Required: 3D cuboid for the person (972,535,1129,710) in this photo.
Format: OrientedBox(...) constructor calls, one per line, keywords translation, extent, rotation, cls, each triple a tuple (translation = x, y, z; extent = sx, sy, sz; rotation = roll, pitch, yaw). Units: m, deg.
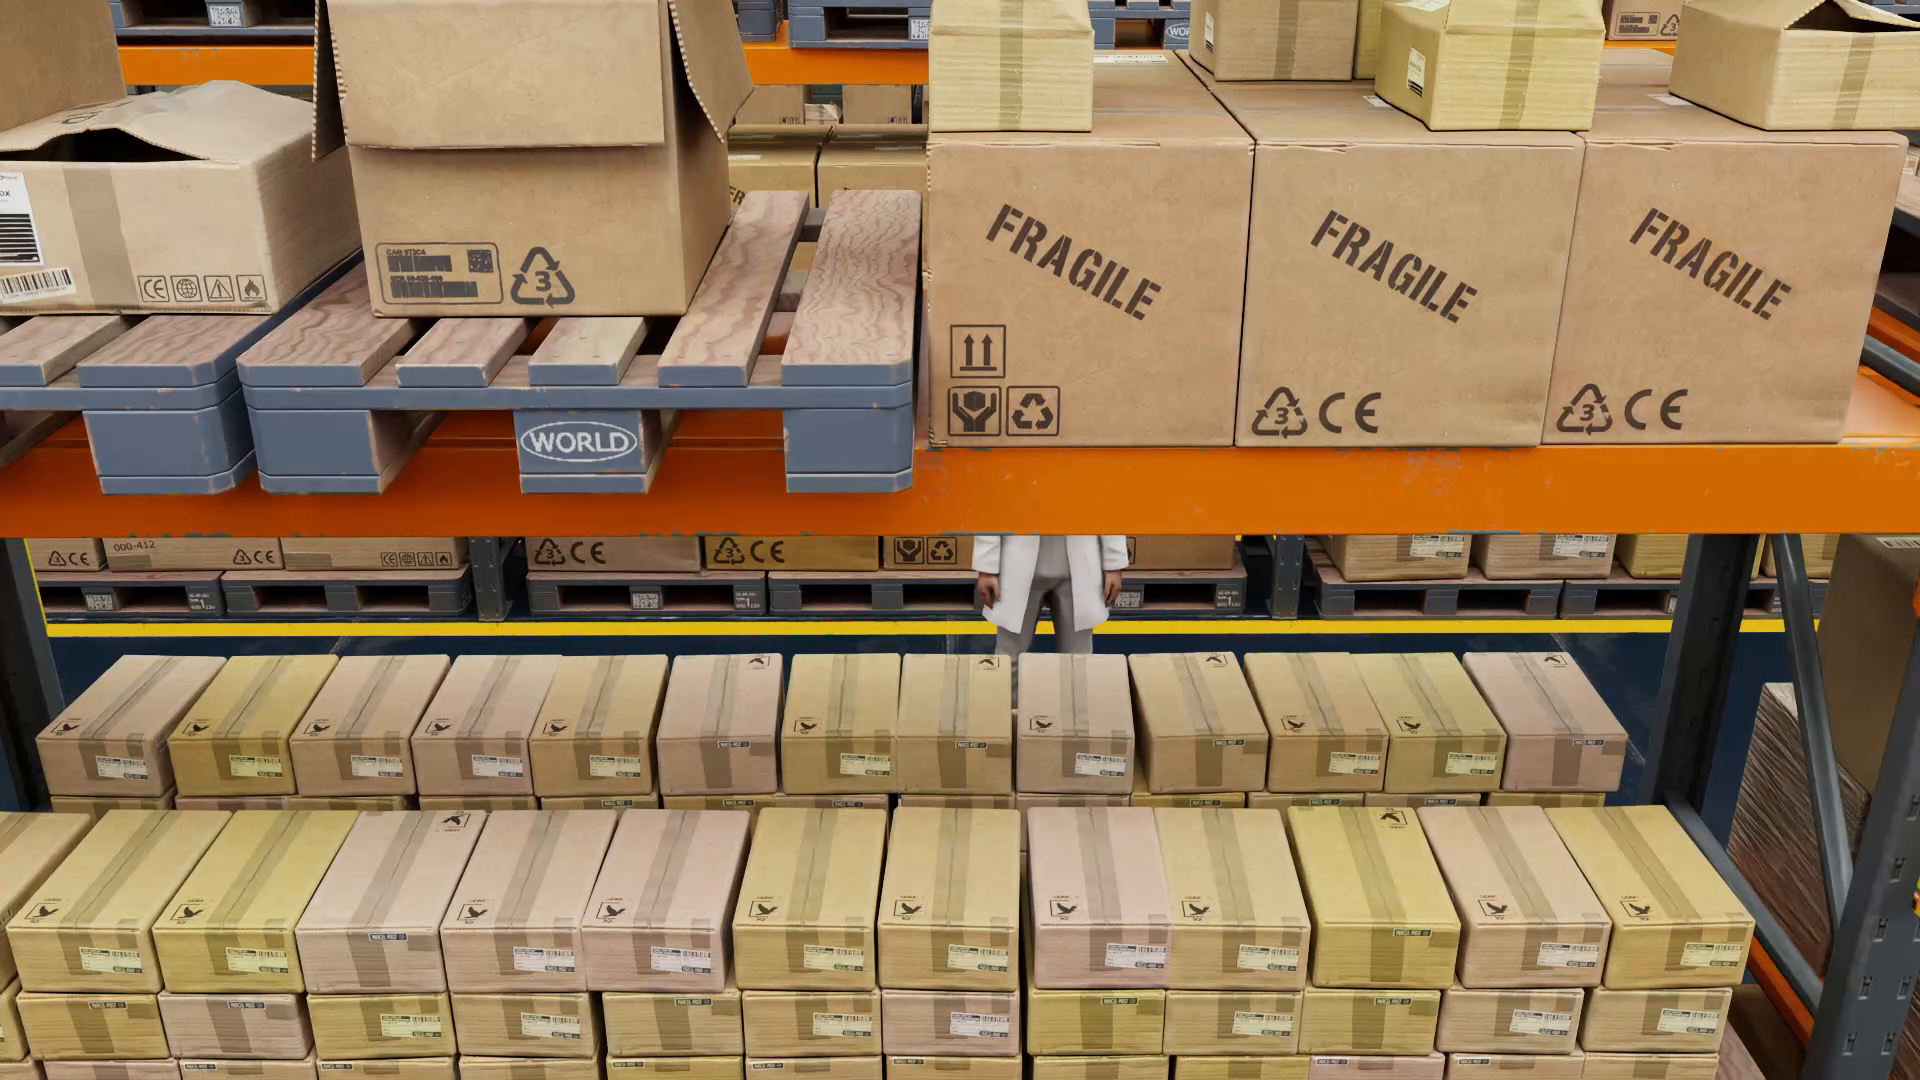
OrientedBox(translation=(0.371, 0.128, 6.832), extent=(0.649, 1.773, 0.429), rotation=(-2, 24, -4), cls="person")
